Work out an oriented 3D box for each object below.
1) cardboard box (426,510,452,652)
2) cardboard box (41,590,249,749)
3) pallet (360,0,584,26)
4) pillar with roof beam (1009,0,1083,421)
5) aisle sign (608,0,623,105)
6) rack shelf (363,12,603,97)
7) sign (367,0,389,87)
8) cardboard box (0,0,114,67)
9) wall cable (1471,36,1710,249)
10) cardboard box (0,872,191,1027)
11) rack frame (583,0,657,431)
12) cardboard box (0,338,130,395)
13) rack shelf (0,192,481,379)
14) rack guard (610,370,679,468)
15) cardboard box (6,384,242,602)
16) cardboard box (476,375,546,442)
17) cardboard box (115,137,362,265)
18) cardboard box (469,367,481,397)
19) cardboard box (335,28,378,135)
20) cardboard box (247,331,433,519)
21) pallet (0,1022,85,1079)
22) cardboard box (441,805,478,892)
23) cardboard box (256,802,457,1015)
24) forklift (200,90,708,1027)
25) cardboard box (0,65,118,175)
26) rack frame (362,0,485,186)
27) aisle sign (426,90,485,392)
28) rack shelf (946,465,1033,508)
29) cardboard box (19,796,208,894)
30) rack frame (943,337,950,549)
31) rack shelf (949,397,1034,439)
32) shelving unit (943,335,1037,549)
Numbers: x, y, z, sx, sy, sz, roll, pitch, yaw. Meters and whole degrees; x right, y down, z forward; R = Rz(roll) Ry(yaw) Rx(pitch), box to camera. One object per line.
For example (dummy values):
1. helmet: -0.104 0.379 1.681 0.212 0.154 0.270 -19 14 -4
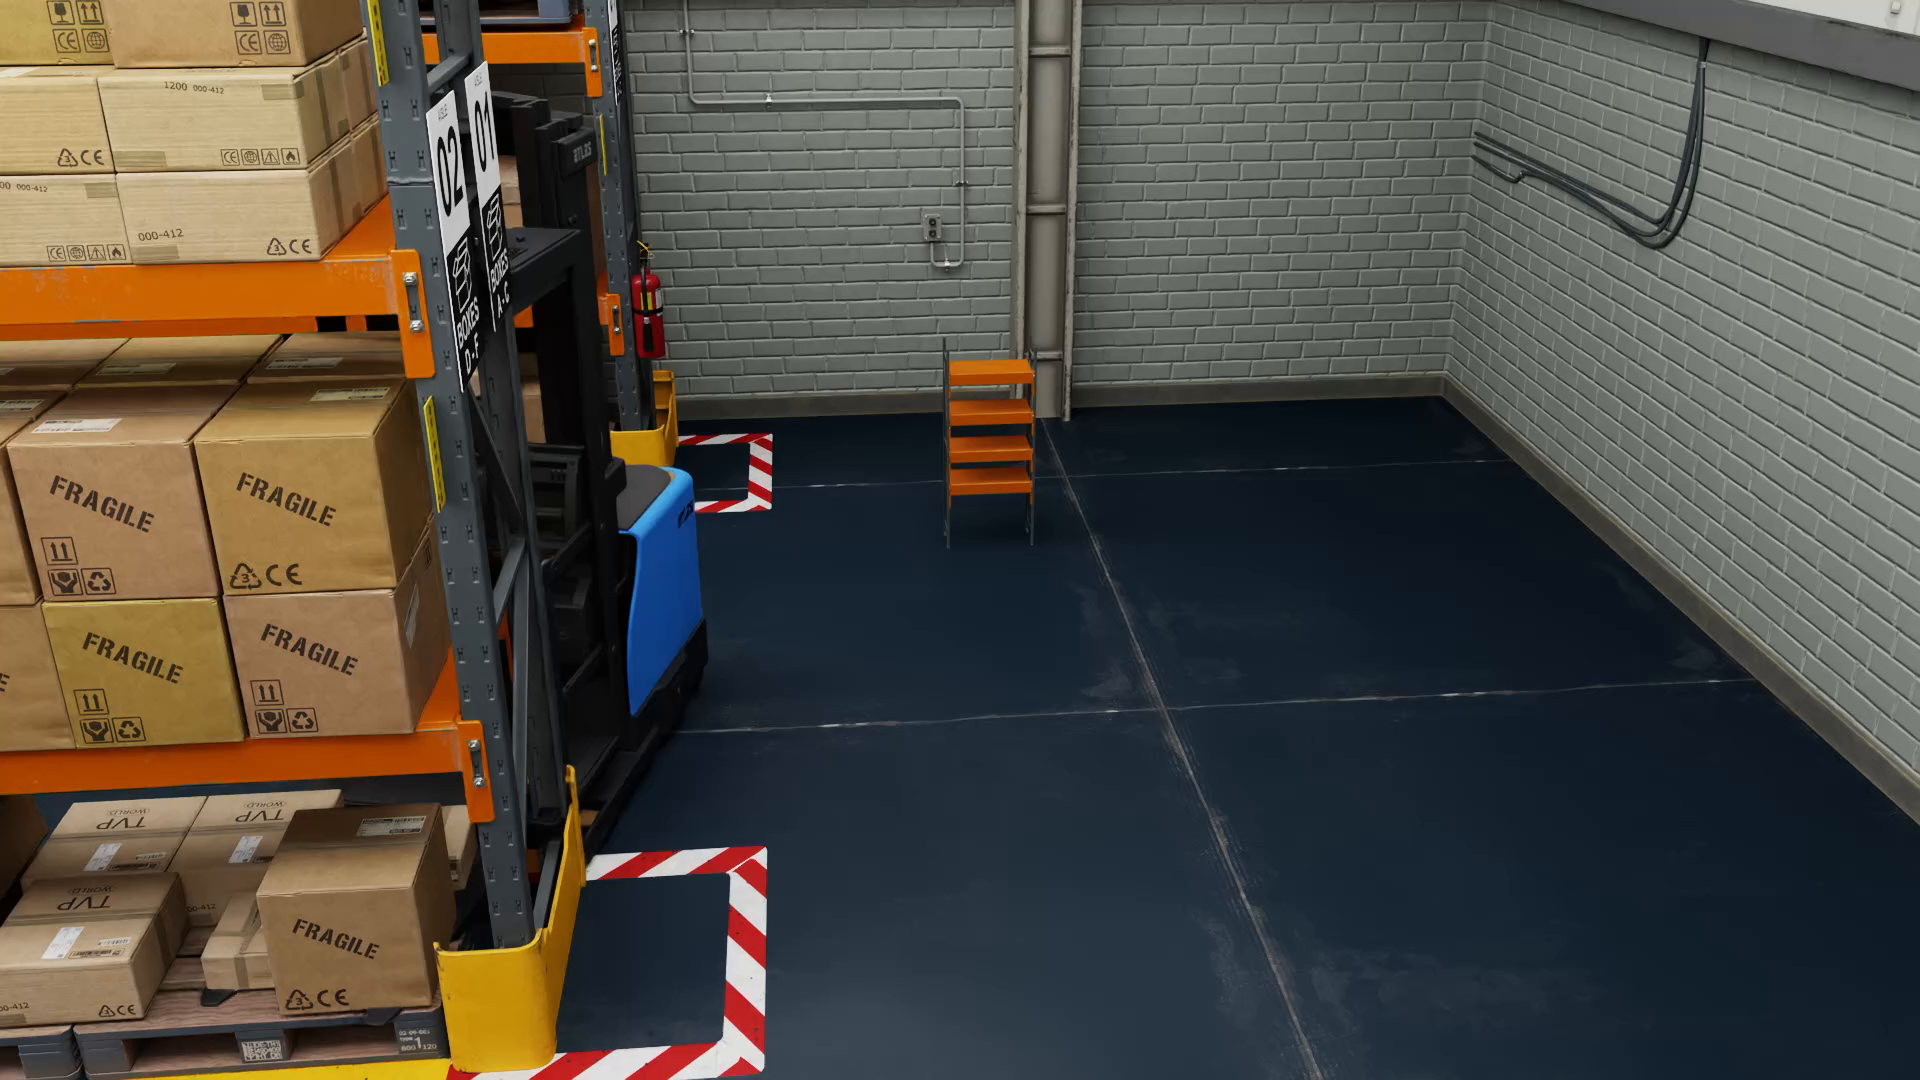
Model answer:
1. cardboard box: -2.015 0.068 5.780 0.500 0.500 0.500 -2 24 -4
2. cardboard box: -2.483 0.307 5.243 0.500 0.500 0.500 -2 24 -5
3. pallet: -2.776 -3.096 9.438 1.213 0.211 1.003 -2 24 -5
4. pillar with roof beam: 0.986 -3.258 6.001 0.400 9.000 9.100 -2 24 -5
5. aisle sign: -1.937 -2.869 9.311 0.004 0.787 0.394 -2 24 -5
6. rack shelf: -4.029 -2.762 9.462 4.000 0.370 1.077 -2 24 -5
7. sign: -1.513 -1.347 4.305 0.005 0.325 0.100 -2 24 -5
8. cardboard box: -2.564 -1.658 4.739 0.500 0.500 0.700 -2 24 -5
9. wall cable: 3.625 -3.203 9.700 0.112 2.526 3.097 -2 24 -5
10. cardboard box: -3.013 1.405 5.739 0.500 0.250 0.500 -2 24 -5
11. rack frame: -2.039 -1.799 10.105 0.127 3.000 1.000 -2 24 -5
12. cardboard box: -3.033 -0.347 5.483 0.500 0.500 0.500 -2 24 -4
13. rack shelf: -3.538 -0.759 4.958 4.000 0.370 1.077 -2 24 -5
14. rack guard: -2.015 -0.658 10.615 0.348 0.500 1.175 -2 24 -5
15. cardboard box: -2.467 -0.150 5.041 0.500 0.500 0.500 -2 24 -4
16. cardboard box: -2.725 -0.781 10.374 0.500 0.500 0.700 -2 24 -5
17. cardboard box: -2.033 -0.972 4.736 0.500 0.250 0.500 -2 24 -5
18. cardboard box: -2.835 -0.998 10.065 0.250 0.149 0.380 -3 24 -6
19. cardboard box: -2.085 -1.413 5.111 0.500 0.250 0.500 -2 24 -5
20. cardboard box: -2.015 -0.389 5.577 0.500 0.500 0.500 -2 24 -4
21. pallet: -3.628 1.560 5.981 1.213 0.211 1.003 -2 24 -5
22. cardboard box: -1.998 1.182 6.365 0.250 0.149 0.380 -2 24 -5
23. cardboard box: -2.065 1.265 5.746 0.500 0.500 0.500 -2 24 -5
24. forklift: -2.003 -0.143 6.463 1.130 2.935 3.031 4 24 9
25. cardboard box: -2.532 -1.184 4.597 0.500 0.250 0.500 -2 24 -5
26. rack frame: -1.548 -2.539 4.382 0.127 3.000 1.000 -2 24 -5
27. aisle sign: -1.450 -0.864 4.800 0.004 0.787 0.394 -2 24 -5
28. rack shelf: 0.165 -0.312 9.629 0.480 0.148 0.258 -2 24 -5
29. cardboard box: -3.112 1.205 6.189 0.500 0.250 0.500 -2 24 -5
30. rack frame: -0.078 -0.545 9.499 0.015 1.200 0.240 -2 24 -5
31. rack shelf: 0.165 -0.698 9.458 0.480 0.148 0.258 -2 24 -5
32. shelving unit: 0.165 -0.555 9.521 0.503 1.200 0.258 -2 24 -5
